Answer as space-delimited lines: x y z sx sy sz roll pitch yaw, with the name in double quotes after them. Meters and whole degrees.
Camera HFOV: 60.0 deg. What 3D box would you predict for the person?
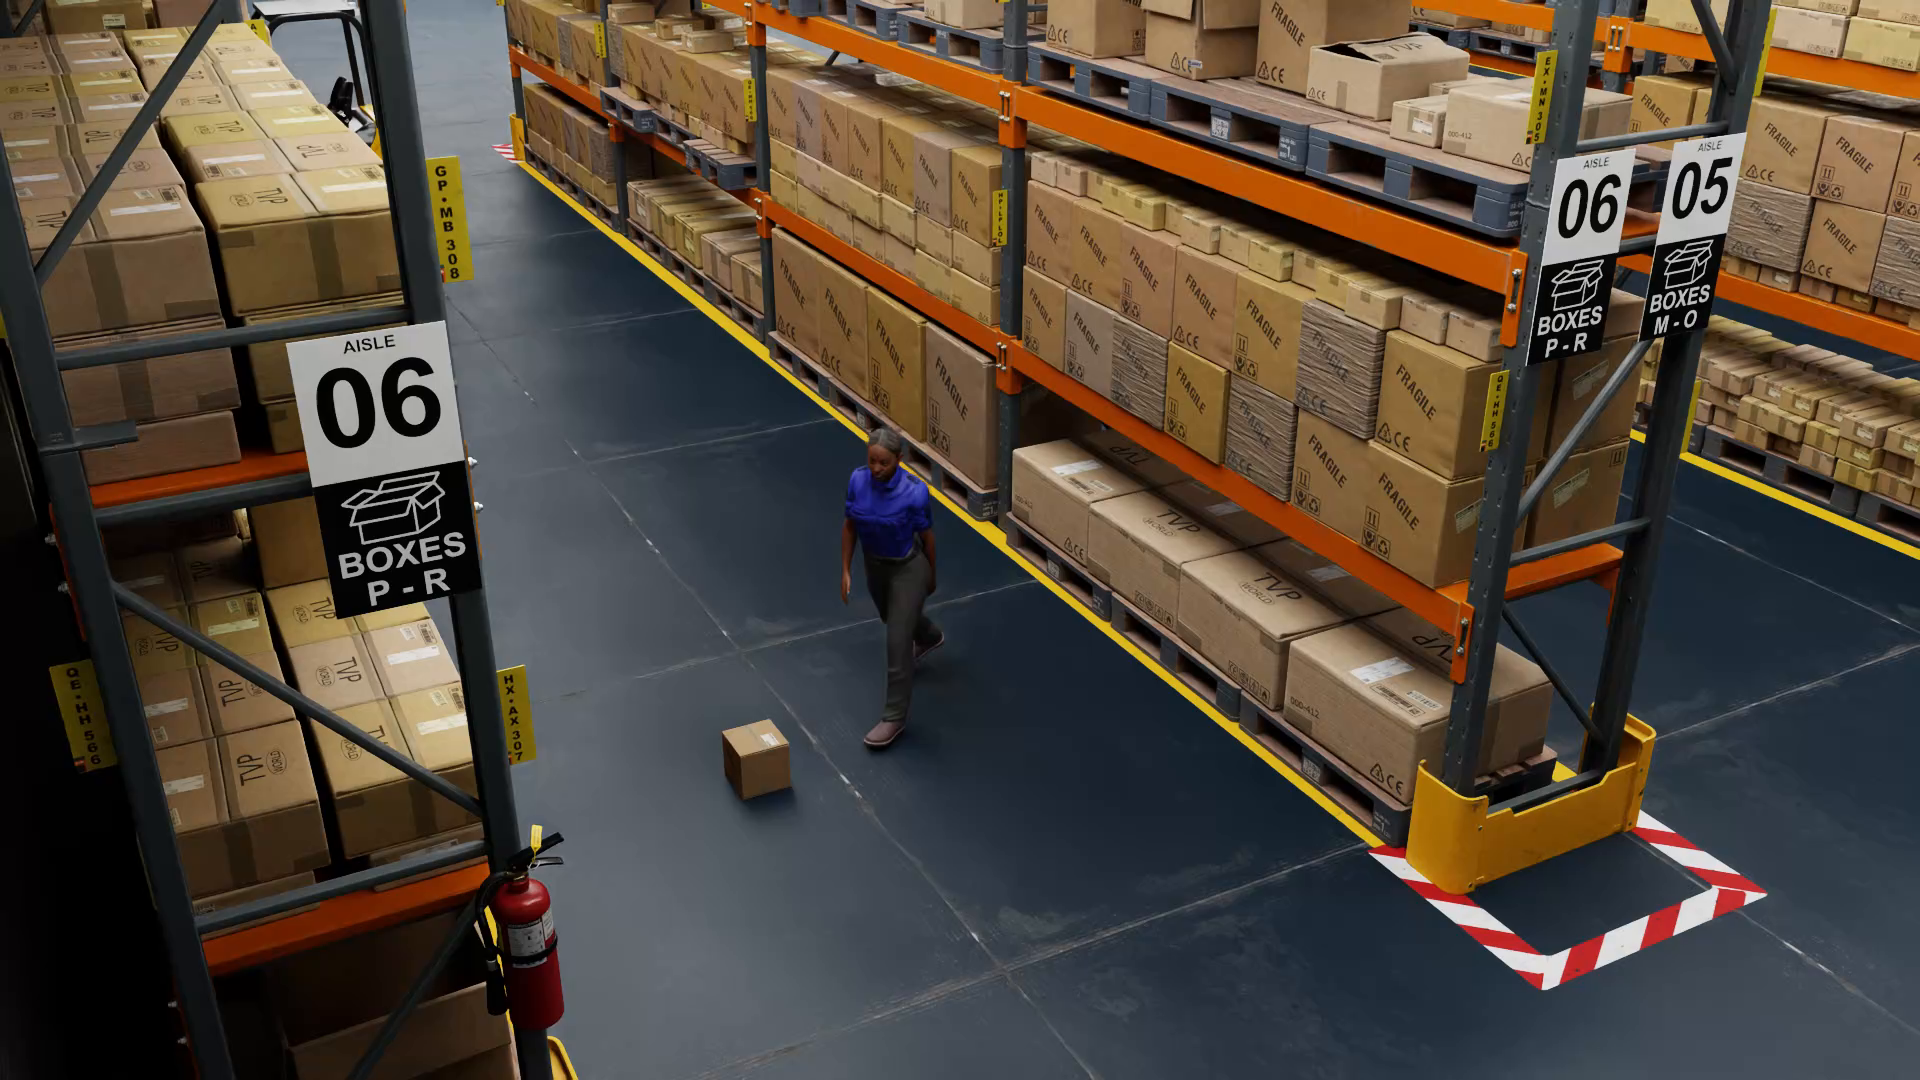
-0.310 0.124 8.389 0.476 1.592 0.964 17 30 31 "person"
